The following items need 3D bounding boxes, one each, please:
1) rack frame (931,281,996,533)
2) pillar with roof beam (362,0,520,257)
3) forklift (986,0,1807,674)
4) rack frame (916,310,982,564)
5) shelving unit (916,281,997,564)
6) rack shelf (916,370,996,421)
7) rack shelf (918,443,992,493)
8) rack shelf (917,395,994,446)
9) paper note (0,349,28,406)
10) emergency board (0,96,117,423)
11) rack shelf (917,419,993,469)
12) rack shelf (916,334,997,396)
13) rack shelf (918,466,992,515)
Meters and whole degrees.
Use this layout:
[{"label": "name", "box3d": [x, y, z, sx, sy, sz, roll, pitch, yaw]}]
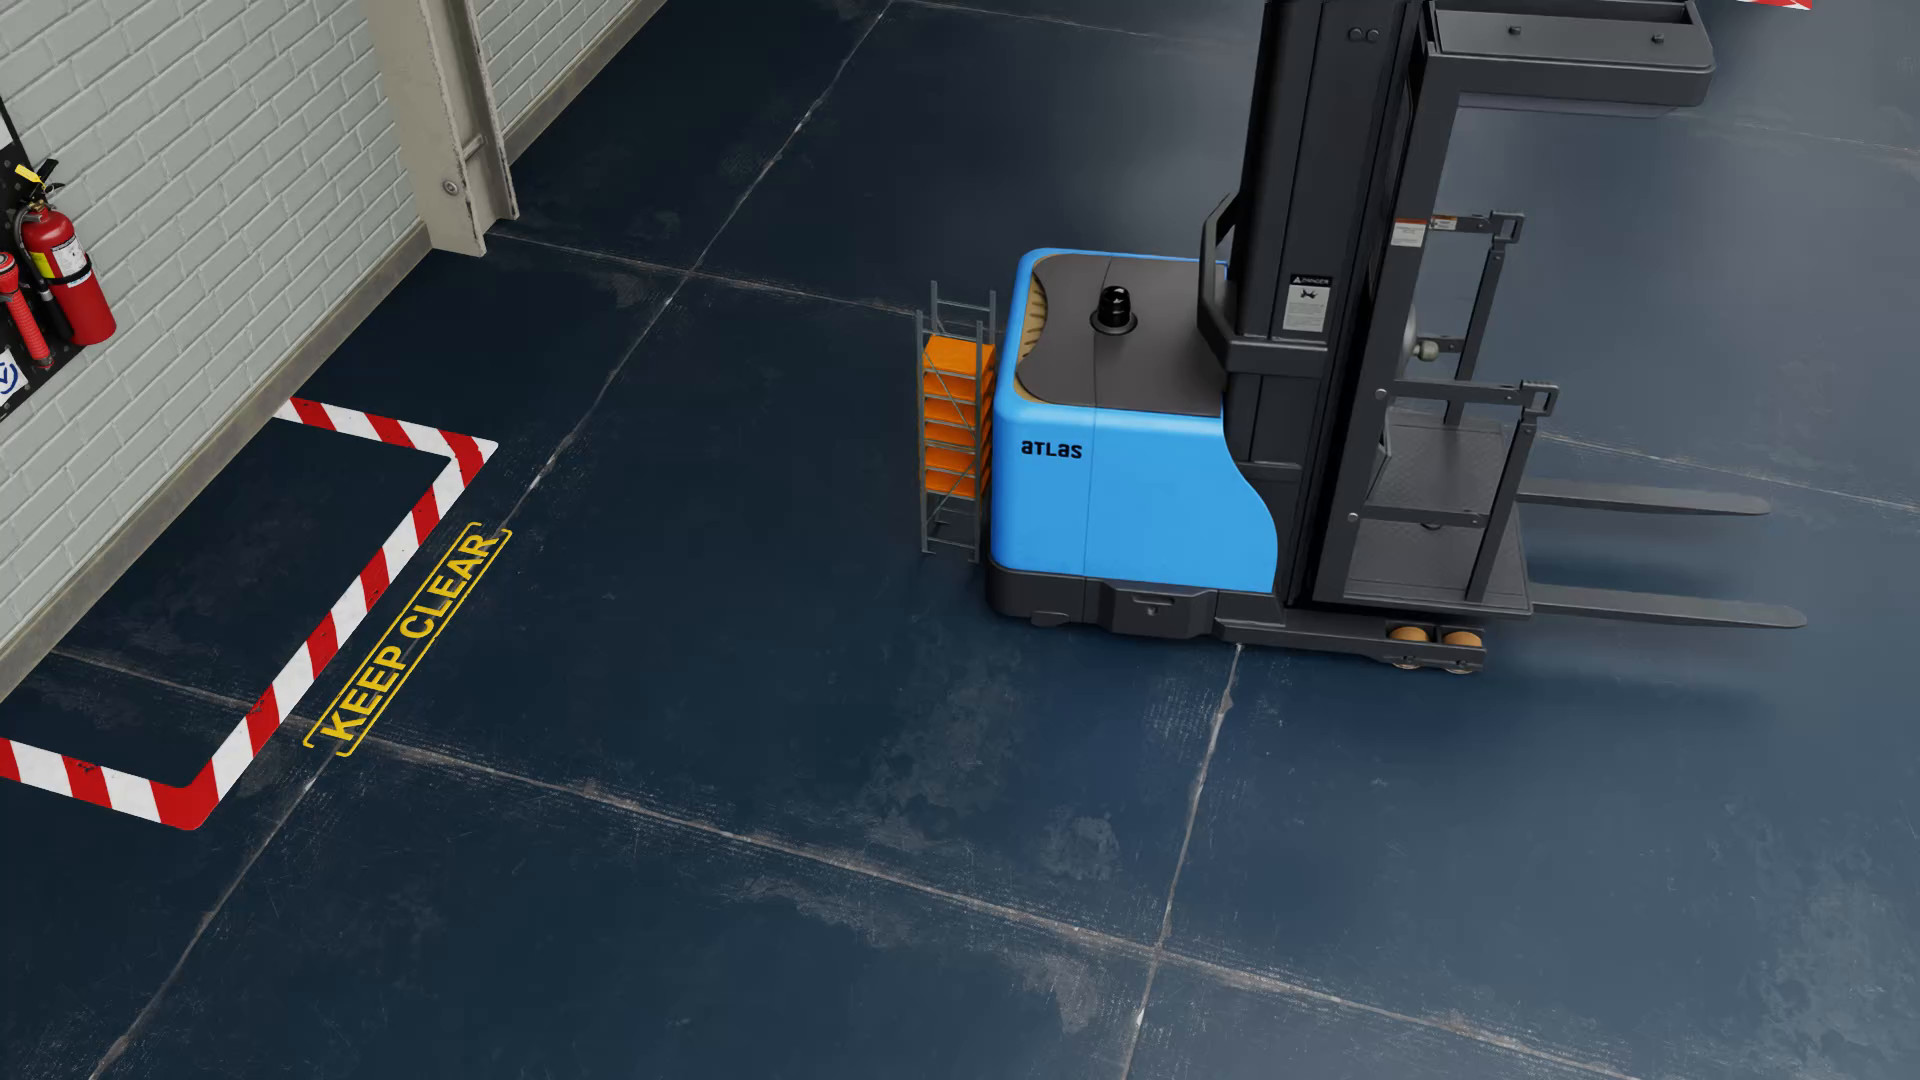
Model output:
[{"label": "rack frame", "box3d": [0.012, -0.482, 6.384, 0.240, 1.200, 0.006, 11, 46, 11]}, {"label": "pillar with roof beam", "box3d": [1.665, -3.859, 4.259, 9.100, 9.000, 0.400, 13, 46, 13]}, {"label": "forklift", "box3d": [1.658, -0.943, 5.618, 3.031, 2.935, 1.130, 5, 45, 5]}, {"label": "rack frame", "box3d": [-0.038, -0.358, 6.258, 0.240, 1.200, 0.006, 11, 46, 11]}, {"label": "shelving unit", "box3d": [-0.013, -0.420, 6.321, 0.258, 1.200, 0.189, 11, 46, 11]}, {"label": "rack shelf", "box3d": [-0.013, -0.559, 6.184, 0.258, 0.103, 0.180, 11, 46, 11]}, {"label": "rack shelf", "box3d": [-0.013, -0.302, 6.436, 0.258, 0.103, 0.180, 11, 46, 11]}, {"label": "rack shelf", "box3d": [-0.013, -0.474, 6.268, 0.258, 0.103, 0.180, 11, 46, 11]}, {"label": "paper note", "box3d": [-3.342, -0.569, 5.817, 0.016, 0.148, 0.142, 13, 46, 13]}, {"label": "emergency board", "box3d": [-3.223, -0.987, 5.614, 0.194, 1.169, 0.643, 13, 46, 13]}, {"label": "rack shelf", "box3d": [-0.013, -0.388, 6.352, 0.258, 0.103, 0.180, 11, 46, 11]}, {"label": "rack shelf", "box3d": [-0.013, -0.645, 6.100, 0.258, 0.103, 0.180, 11, 46, 11]}, {"label": "rack shelf", "box3d": [-0.013, -0.217, 6.520, 0.258, 0.103, 0.180, 11, 46, 11]}]
